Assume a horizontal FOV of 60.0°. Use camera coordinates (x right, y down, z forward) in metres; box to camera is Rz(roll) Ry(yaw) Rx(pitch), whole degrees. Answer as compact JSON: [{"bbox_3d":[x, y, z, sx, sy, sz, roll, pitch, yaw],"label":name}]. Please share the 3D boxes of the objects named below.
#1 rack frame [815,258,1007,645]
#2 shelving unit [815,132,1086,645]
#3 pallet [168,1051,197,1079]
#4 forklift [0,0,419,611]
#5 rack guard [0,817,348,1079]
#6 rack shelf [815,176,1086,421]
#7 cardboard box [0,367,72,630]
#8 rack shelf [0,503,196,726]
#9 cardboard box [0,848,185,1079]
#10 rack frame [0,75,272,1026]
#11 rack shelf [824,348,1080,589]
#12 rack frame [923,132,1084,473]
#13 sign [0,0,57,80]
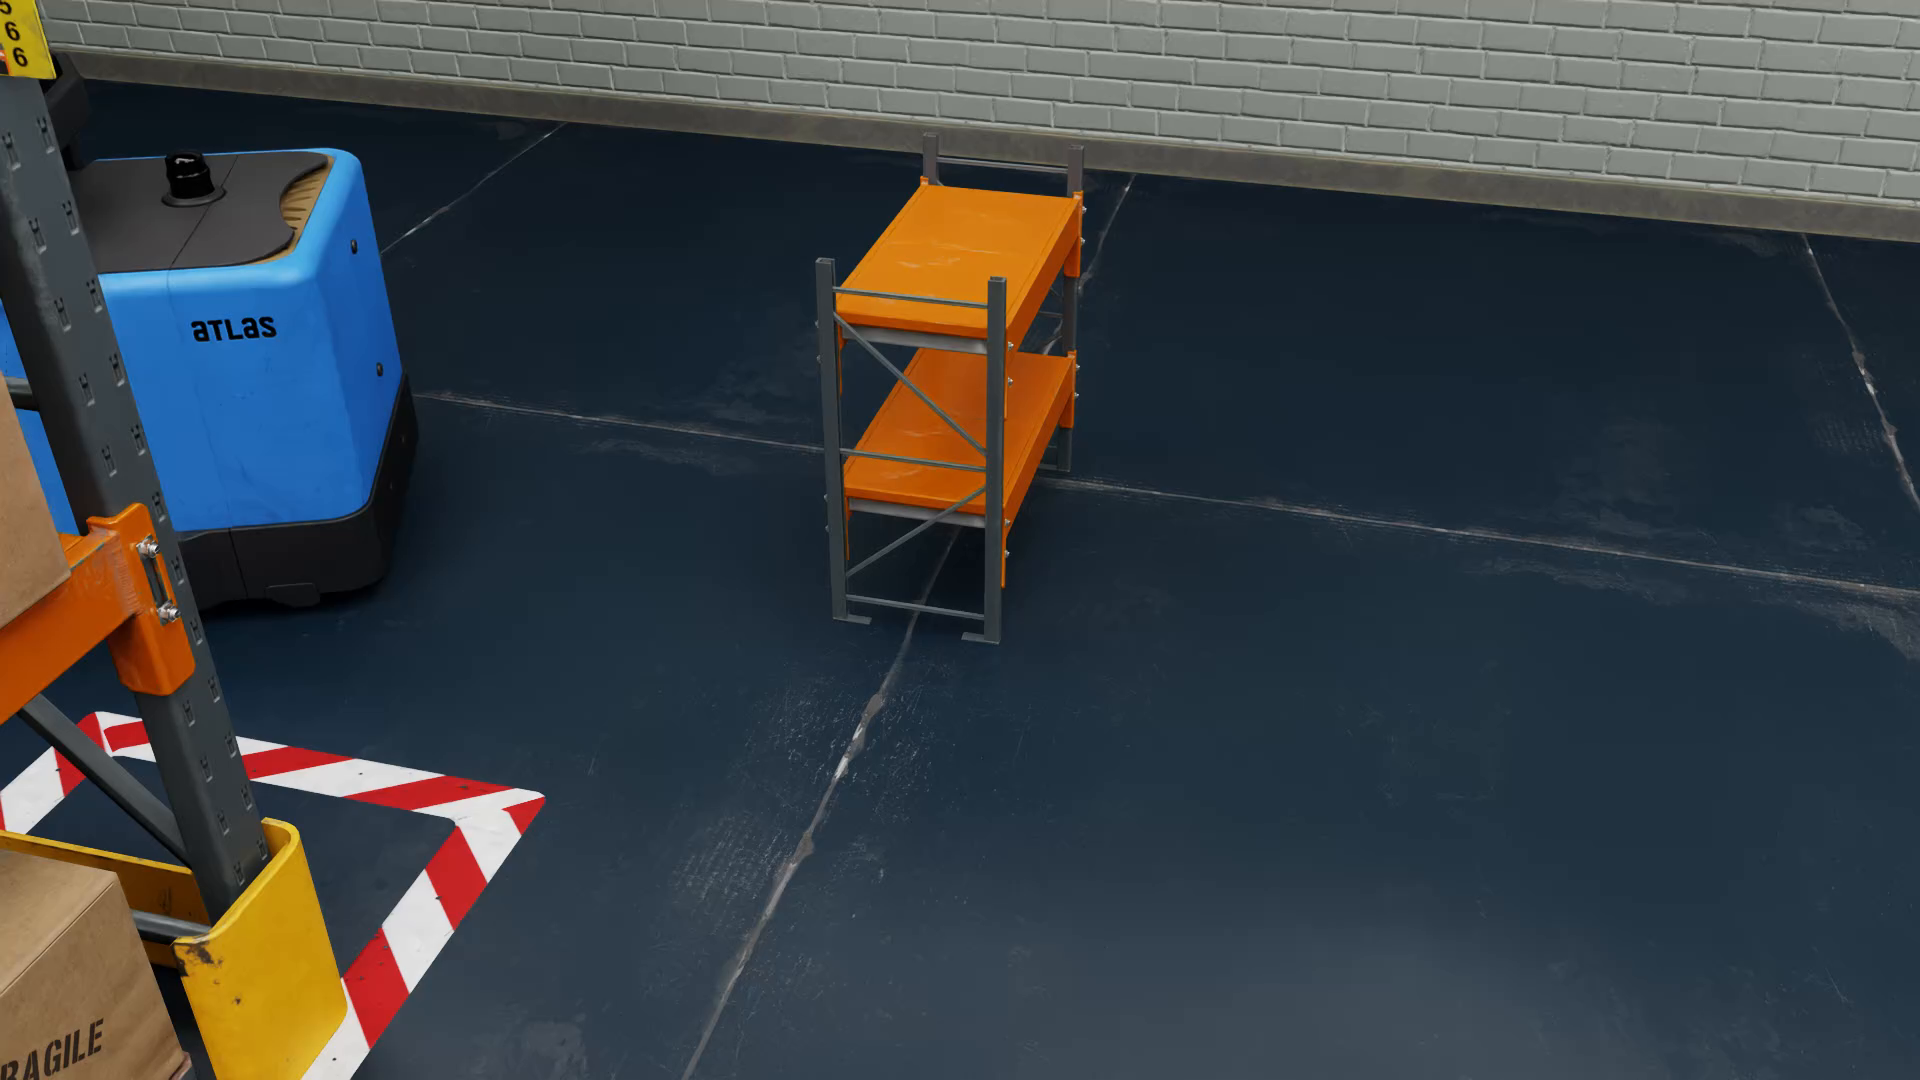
[{"bbox_3d":[-0.127,-0.214,4.539,0.500,1.125,0.032,8,33,12],"label":"rack frame"},{"bbox_3d":[0.002,-0.478,4.954,0.538,1.125,1.048,8,33,12],"label":"shelving unit"},{"bbox_3d":[-2.133,1.343,2.941,1.003,0.211,1.213,8,33,12],"label":"pallet"},{"bbox_3d":[-3.276,-1.183,4.379,3.031,2.935,1.130,-5,33,-8],"label":"forklift"},{"bbox_3d":[-1.932,0.807,3.514,1.175,0.500,0.348,8,33,12],"label":"rack guard"},{"bbox_3d":[0.002,-0.725,4.797,0.538,0.278,1.000,8,33,12],"label":"rack shelf"},{"bbox_3d":[-1.763,-0.060,2.455,0.500,0.500,0.500,9,34,14],"label":"cardboard box"},{"bbox_3d":[-2.420,1.054,1.466,1.077,0.370,4.000,8,33,12],"label":"rack shelf"},{"bbox_3d":[-1.812,0.898,2.962,0.500,0.500,0.500,8,33,12],"label":"cardboard box"},{"bbox_3d":[-1.912,-0.287,2.906,1.000,3.000,0.127,8,33,12],"label":"rack frame"},{"bbox_3d":[0.002,-0.272,5.085,0.538,0.278,1.000,8,33,12],"label":"rack shelf"},{"bbox_3d":[0.131,-0.742,5.369,0.500,1.125,0.032,8,33,12],"label":"rack frame"},{"bbox_3d":[-1.381,-0.823,2.375,0.100,0.325,0.005,8,33,12],"label":"sign"}]
